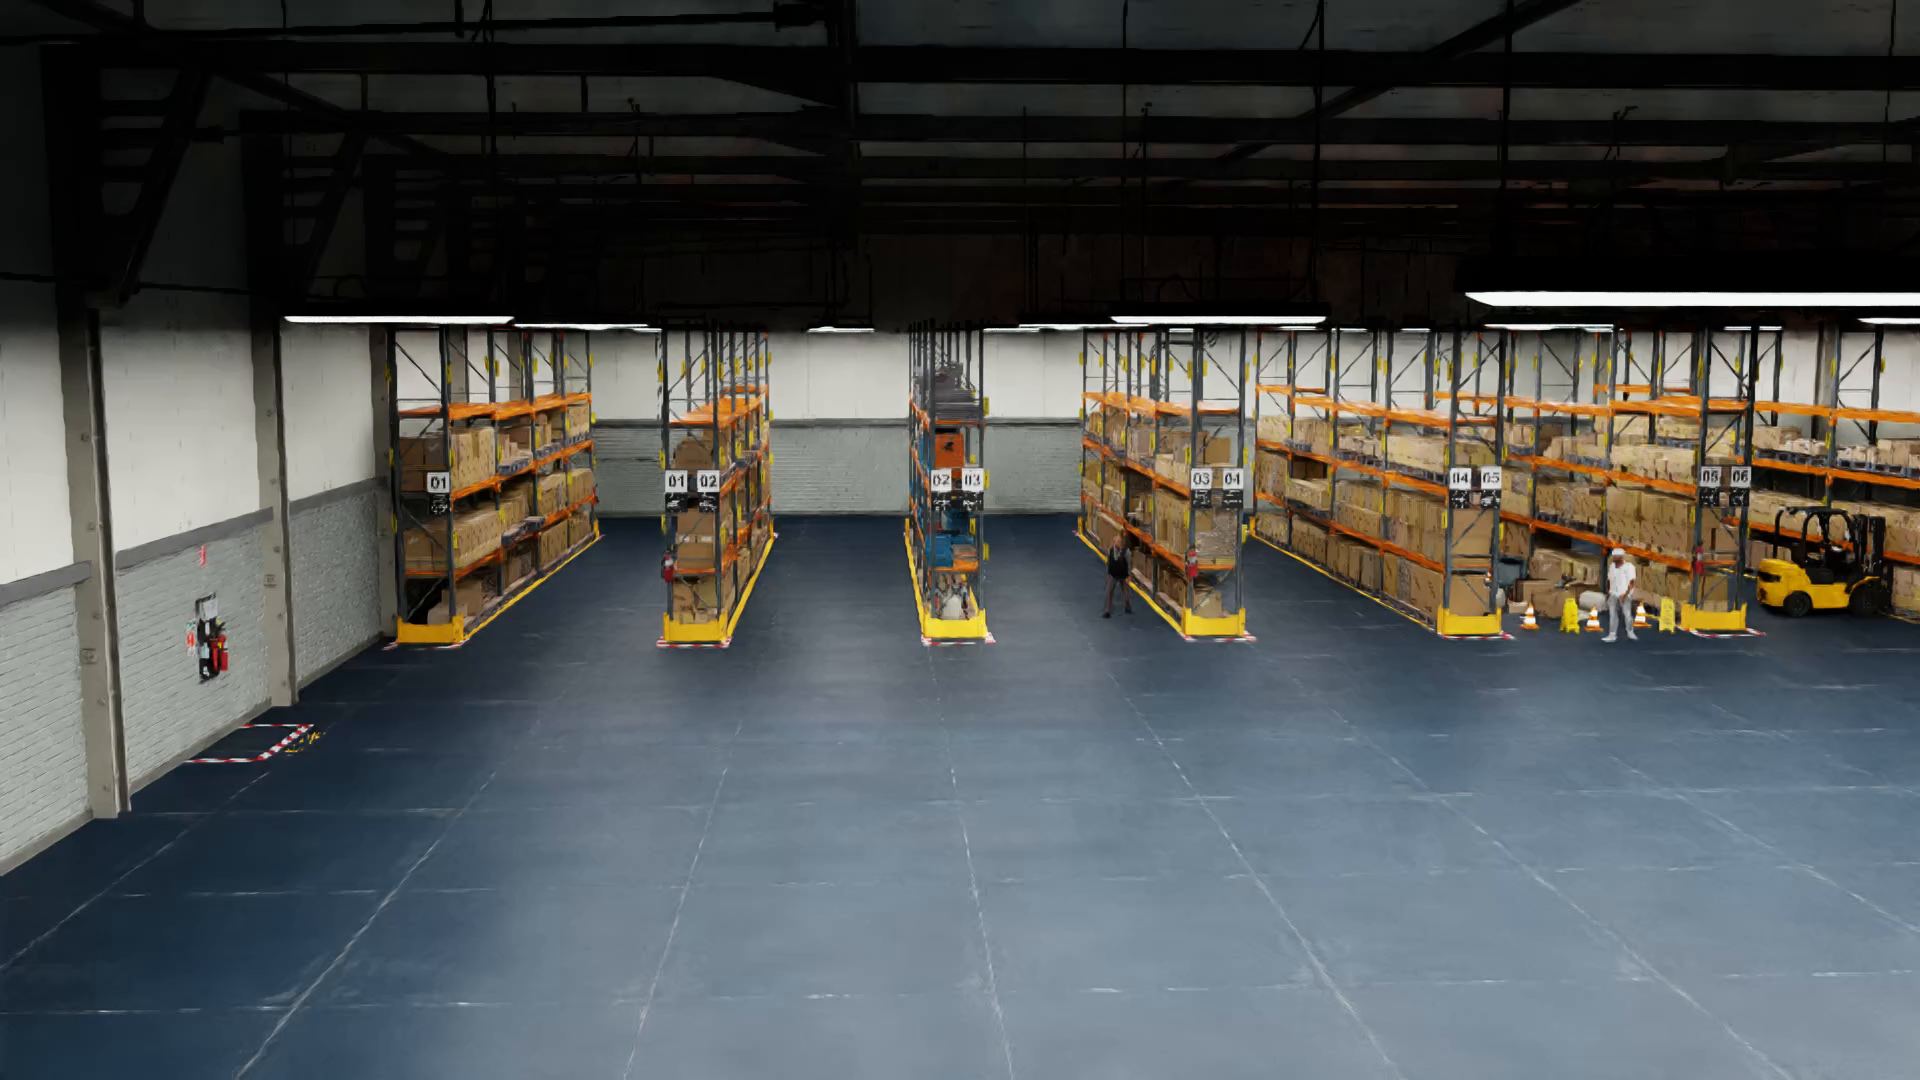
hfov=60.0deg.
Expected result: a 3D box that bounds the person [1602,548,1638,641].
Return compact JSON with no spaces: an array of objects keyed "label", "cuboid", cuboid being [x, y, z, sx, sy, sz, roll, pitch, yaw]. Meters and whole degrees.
[{"label":"person","cuboid":[12.378,1.017,31.143,0.709,1.762,0.585,-5,9,-38]}]

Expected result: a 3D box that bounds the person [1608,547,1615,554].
[{"label":"person","cuboid":[16.253,-0.225,41.752,0.511,1.585,0.494,4,8,27]}]

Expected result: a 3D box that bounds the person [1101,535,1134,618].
[{"label":"person","cuboid":[3.234,0.727,33.849,0.578,1.677,0.963,3,7,20]}]

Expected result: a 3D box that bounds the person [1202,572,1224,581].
[{"label":"person","cuboid":[5.862,0.089,38.771,0.577,1.691,1.121,0,7,-1]}]

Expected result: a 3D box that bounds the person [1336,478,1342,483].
[{"label":"person","cuboid":[10.933,-0.981,47.813,0.355,1.597,0.525,1,7,5]}]
